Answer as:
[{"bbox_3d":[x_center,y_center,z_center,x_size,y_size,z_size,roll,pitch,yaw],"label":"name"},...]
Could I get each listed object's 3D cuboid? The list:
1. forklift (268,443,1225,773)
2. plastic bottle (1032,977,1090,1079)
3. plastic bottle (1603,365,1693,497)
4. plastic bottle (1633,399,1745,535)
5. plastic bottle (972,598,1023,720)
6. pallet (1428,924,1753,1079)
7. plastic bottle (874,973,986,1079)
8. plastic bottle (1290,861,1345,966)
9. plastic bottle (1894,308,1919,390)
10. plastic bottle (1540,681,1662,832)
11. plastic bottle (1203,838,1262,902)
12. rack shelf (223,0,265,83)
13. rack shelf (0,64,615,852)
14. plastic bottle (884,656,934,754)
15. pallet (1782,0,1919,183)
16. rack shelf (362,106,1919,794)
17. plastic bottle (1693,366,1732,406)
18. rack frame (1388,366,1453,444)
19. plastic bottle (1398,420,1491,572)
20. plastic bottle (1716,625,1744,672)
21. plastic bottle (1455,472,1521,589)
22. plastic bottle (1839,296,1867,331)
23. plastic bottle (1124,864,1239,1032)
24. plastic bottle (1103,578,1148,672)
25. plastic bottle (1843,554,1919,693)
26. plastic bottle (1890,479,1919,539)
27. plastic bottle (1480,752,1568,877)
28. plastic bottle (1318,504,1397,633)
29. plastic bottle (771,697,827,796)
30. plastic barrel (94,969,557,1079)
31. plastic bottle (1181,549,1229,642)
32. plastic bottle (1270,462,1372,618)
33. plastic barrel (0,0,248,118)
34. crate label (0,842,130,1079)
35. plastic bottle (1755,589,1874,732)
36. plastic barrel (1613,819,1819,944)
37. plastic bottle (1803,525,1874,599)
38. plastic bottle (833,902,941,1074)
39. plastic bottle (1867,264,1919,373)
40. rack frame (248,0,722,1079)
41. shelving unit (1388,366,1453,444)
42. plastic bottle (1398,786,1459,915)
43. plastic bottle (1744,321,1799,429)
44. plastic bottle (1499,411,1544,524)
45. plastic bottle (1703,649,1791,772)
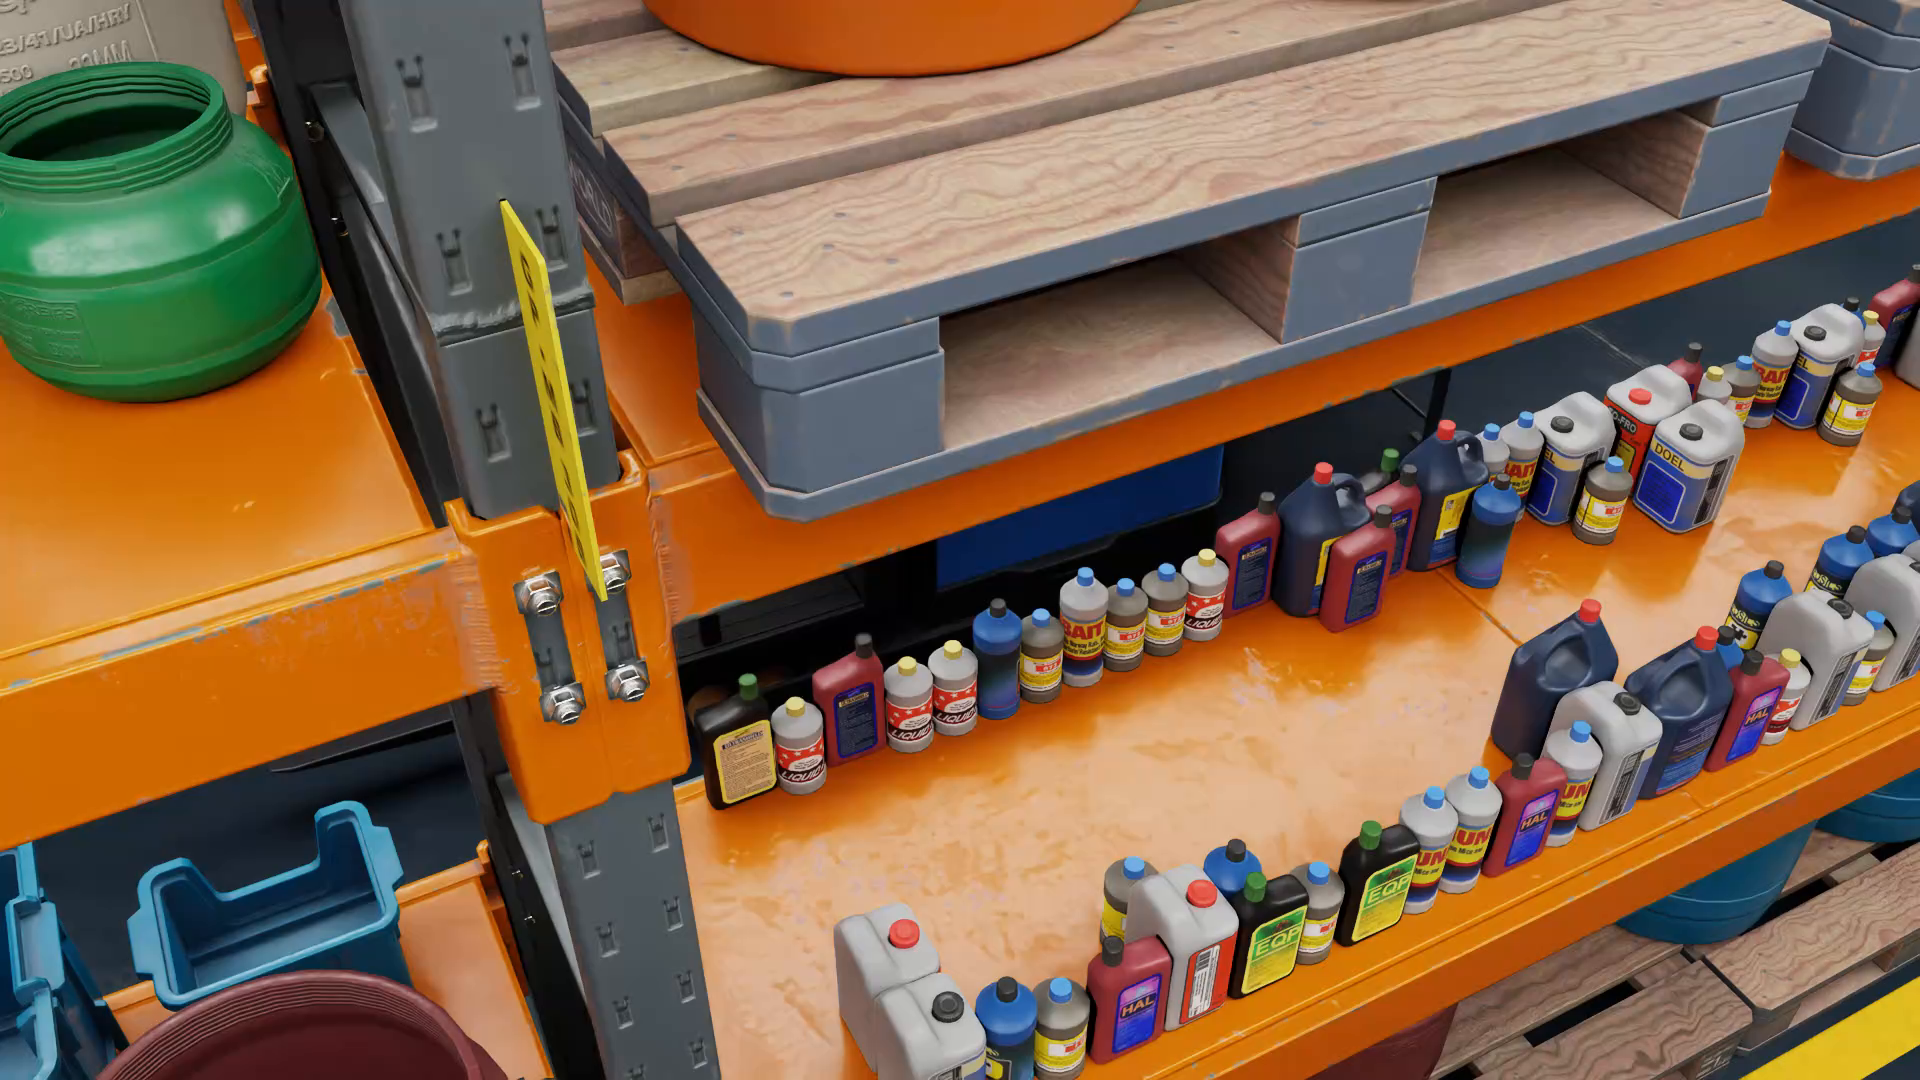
[{"bbox_3d":[-0.694,-0.909,4.555,3.031,2.935,1.130,-17,43,-19],"label":"forklift"},{"bbox_3d":[0.158,0.775,2.666,0.097,0.201,0.097,0,40,0],"label":"plastic bottle"},{"bbox_3d":[1.563,-0.259,3.830,0.135,0.276,0.152,-19,44,-21],"label":"plastic bottle"},{"bbox_3d":[1.633,-0.172,3.727,0.135,0.276,0.152,-19,44,-21],"label":"plastic bottle"},{"bbox_3d":[0.073,0.224,3.263,0.097,0.271,0.097,0,40,0],"label":"plastic bottle"},{"bbox_3d":[1.183,1.135,4.246,1.213,0.211,1.003,-19,44,-21],"label":"pallet"},{"bbox_3d":[-0.044,0.795,2.585,0.135,0.276,0.152,-19,44,-21],"label":"plastic bottle"},{"bbox_3d":[0.600,0.627,2.842,0.097,0.201,0.097,0,40,0],"label":"plastic bottle"},{"bbox_3d":[2.473,-0.552,4.119,0.185,0.351,0.144,-19,44,-21],"label":"plastic bottle"},{"bbox_3d":[1.186,0.381,3.074,0.135,0.276,0.152,-19,44,-21],"label":"plastic bottle"},{"bbox_3d":[0.454,0.605,2.813,0.097,0.271,0.097,0,40,0],"label":"plastic bottle"},{"bbox_3d":[-1.088,-2.470,6.904,4.000,0.370,1.077,-19,44,-21],"label":"rack shelf"},{"bbox_3d":[-2.351,0.418,1.170,4.000,0.370,1.077,-19,44,-21],"label":"rack shelf"},{"bbox_3d":[-0.100,0.309,3.217,0.097,0.201,0.097,0,40,0],"label":"plastic bottle"},{"bbox_3d":[1.316,-0.945,2.369,1.213,0.211,1.003,-19,44,-21],"label":"pallet"},{"bbox_3d":[1.197,-0.776,2.580,4.000,0.370,1.077,-19,44,-21],"label":"rack shelf"},{"bbox_3d":[1.771,-0.320,3.961,0.097,0.201,0.097,0,40,0],"label":"plastic bottle"},{"bbox_3d":[1.634,-1.053,5.833,0.032,1.500,0.500,-17,43,-19],"label":"rack frame"},{"bbox_3d":[1.041,-0.115,3.602,0.185,0.351,0.144,-19,44,-21],"label":"plastic bottle"},{"bbox_3d":[1.437,0.274,3.204,0.097,0.271,0.097,0,40,0],"label":"plastic bottle"},{"bbox_3d":[1.136,-0.028,3.561,0.097,0.271,0.097,0,40,0],"label":"plastic bottle"},{"bbox_3d":[2.150,-0.474,4.088,0.097,0.271,0.097,0,40,0],"label":"plastic bottle"},{"bbox_3d":[0.366,0.657,2.748,0.135,0.276,0.152,-19,44,-21],"label":"plastic bottle"},{"bbox_3d":[0.332,0.164,3.388,0.097,0.201,0.097,0,40,0],"label":"plastic bottle"},{"bbox_3d":[1.880,0.148,3.350,0.135,0.276,0.152,-19,44,-21],"label":"plastic bottle"},{"bbox_3d":[2.076,-0.049,3.524,0.185,0.351,0.144,-19,44,-21],"label":"plastic bottle"},{"bbox_3d":[1.002,0.473,2.959,0.133,0.283,0.061,-19,44,-21],"label":"plastic bottle"},{"bbox_3d":[0.829,0.057,3.451,0.133,0.283,0.061,-19,44,-21],"label":"plastic bottle"},{"bbox_3d":[-0.305,0.378,3.135,0.097,0.201,0.097,0,40,0],"label":"plastic bottle"},{"bbox_3d":[-0.849,0.952,2.199,0.708,0.536,0.600,-19,44,-21],"label":"plastic barrel"},{"bbox_3d":[0.504,0.106,3.457,0.097,0.201,0.097,0,40,0],"label":"plastic bottle"},{"bbox_3d":[0.759,-0.020,3.490,0.185,0.351,0.144,-19,44,-21],"label":"plastic bottle"},{"bbox_3d":[-0.994,-0.579,1.704,0.421,0.512,0.421,0,40,0],"label":"plastic barrel"},{"bbox_3d":[-1.583,0.819,2.433,0.616,0.435,0.502,-19,44,-21],"label":"crate label"},{"bbox_3d":[1.674,0.217,3.268,0.135,0.276,0.152,-19,44,-21],"label":"plastic bottle"},{"bbox_3d":[1.852,0.502,4.134,0.708,0.901,0.600,-19,44,-21],"label":"plastic barrel"},{"bbox_3d":[1.806,0.083,3.429,0.097,0.271,0.097,0,40,0],"label":"plastic bottle"},{"bbox_3d":[-0.114,0.708,2.688,0.135,0.276,0.152,-19,44,-21],"label":"plastic bottle"},{"bbox_3d":[2.330,-0.553,4.172,0.133,0.283,0.061,-19,44,-21],"label":"plastic bottle"},{"bbox_3d":[-0.577,0.691,2.611,0.127,3.000,1.000,-19,44,-21],"label":"rack frame"},{"bbox_3d":[1.174,-0.914,5.669,1.048,1.500,0.538,-17,43,-19],"label":"shelving unit"},{"bbox_3d":[0.805,0.531,2.901,0.097,0.271,0.097,0,40,0],"label":"plastic bottle"},{"bbox_3d":[1.944,-0.405,4.007,0.097,0.271,0.097,0,40,0],"label":"plastic bottle"},{"bbox_3d":[1.242,-0.169,3.727,0.097,0.271,0.097,0,40,0],"label":"plastic bottle"},{"bbox_3d":[1.490,0.309,3.153,0.133,0.283,0.061,-19,44,-21],"label":"plastic bottle"}]
